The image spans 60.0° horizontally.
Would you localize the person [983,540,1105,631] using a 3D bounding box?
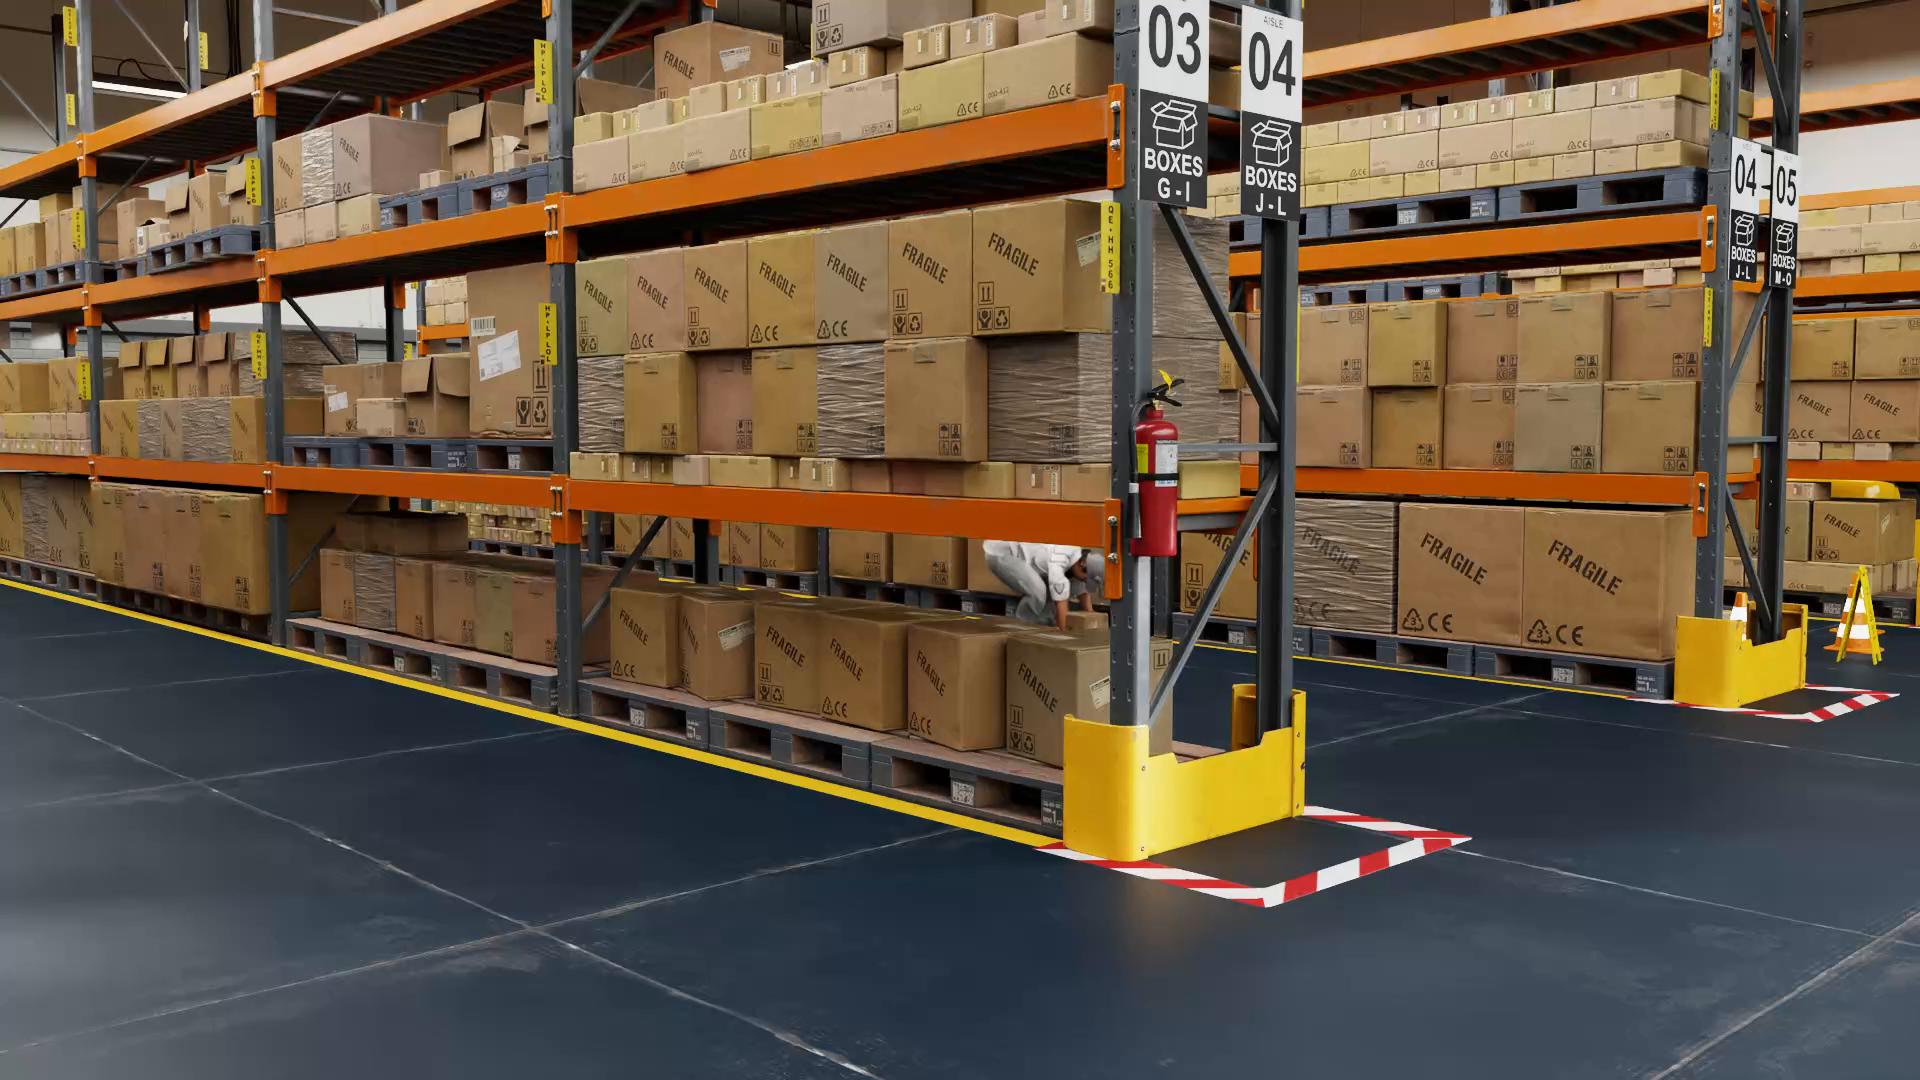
[{"bbox_3d":[0.617,0.327,11.745,0.936,0.914,0.498,3,5,33],"label":"person"}]
